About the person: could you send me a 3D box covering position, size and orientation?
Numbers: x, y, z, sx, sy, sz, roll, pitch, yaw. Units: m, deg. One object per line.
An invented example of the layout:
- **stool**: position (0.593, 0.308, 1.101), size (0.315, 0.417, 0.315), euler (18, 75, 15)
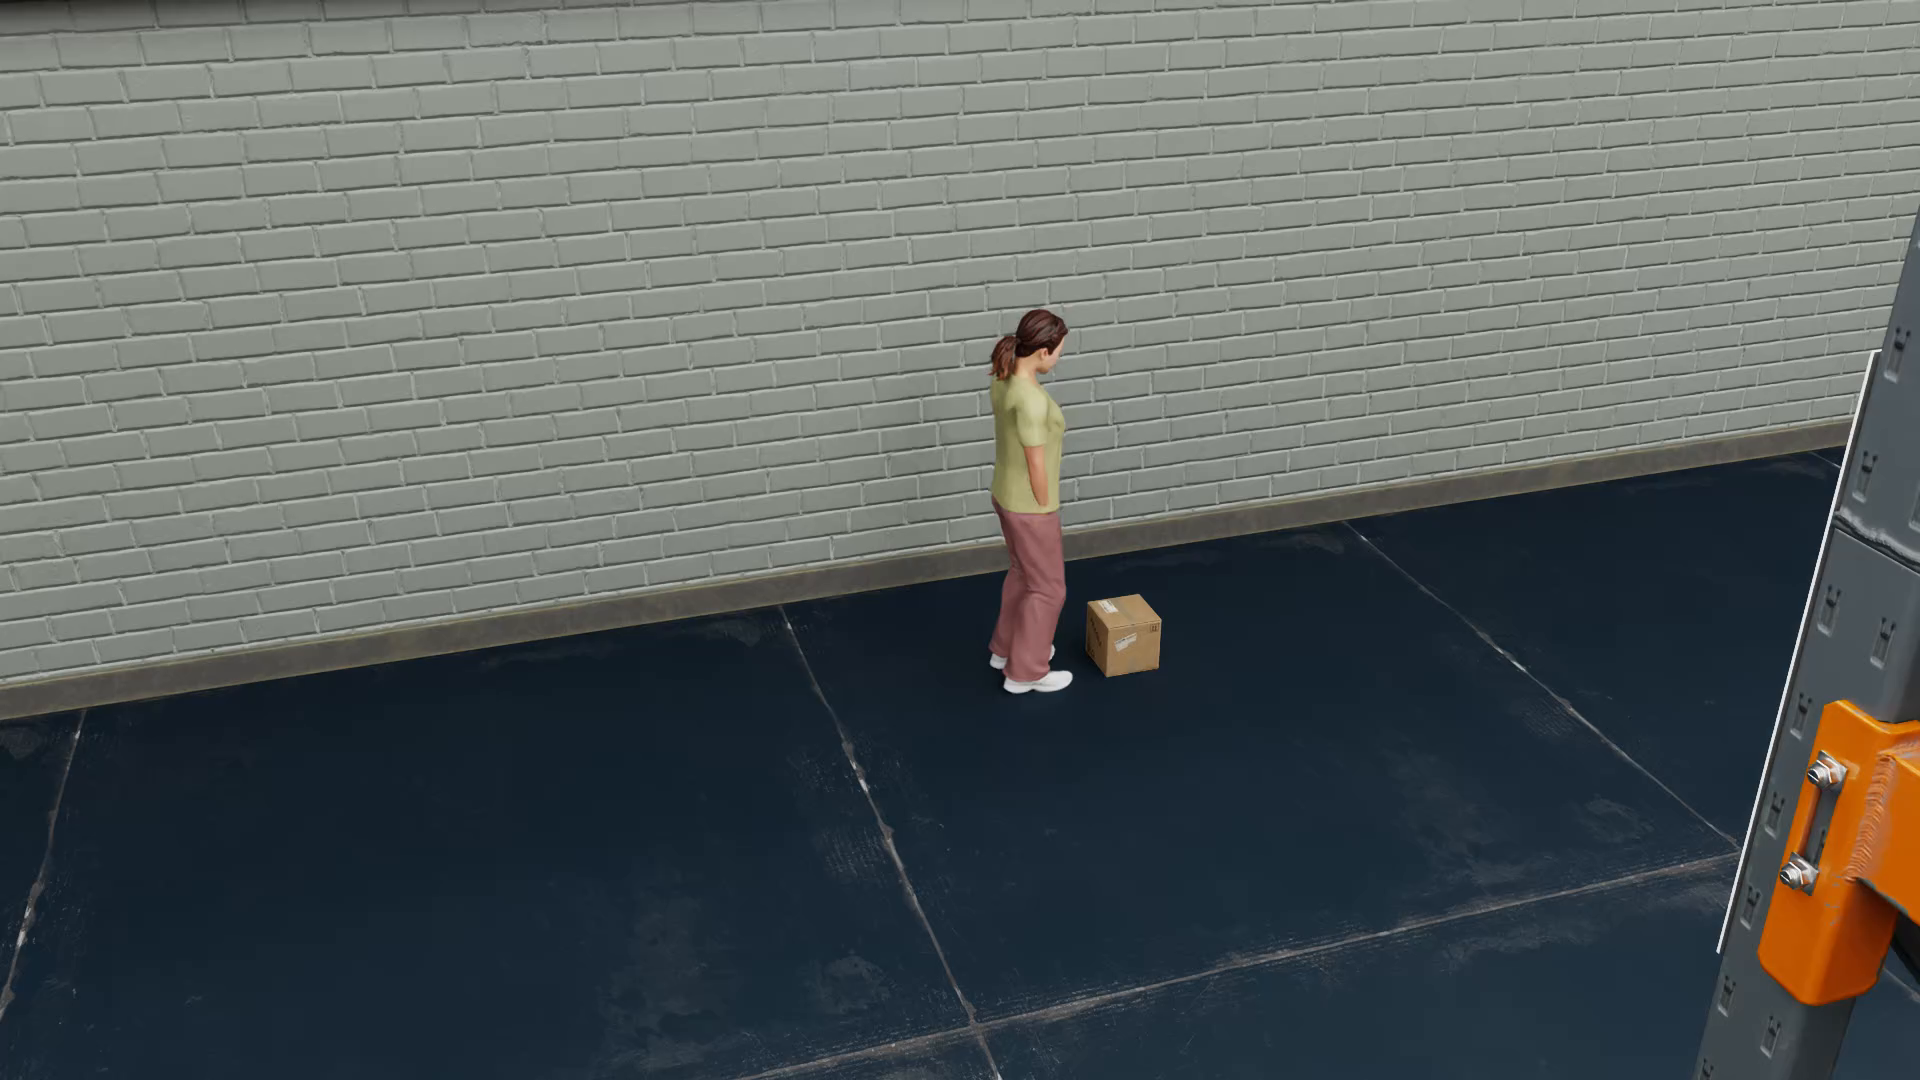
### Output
- **person**: position (0.285, -0.161, 6.962), size (0.346, 1.667, 0.452), euler (-8, 27, -15)
